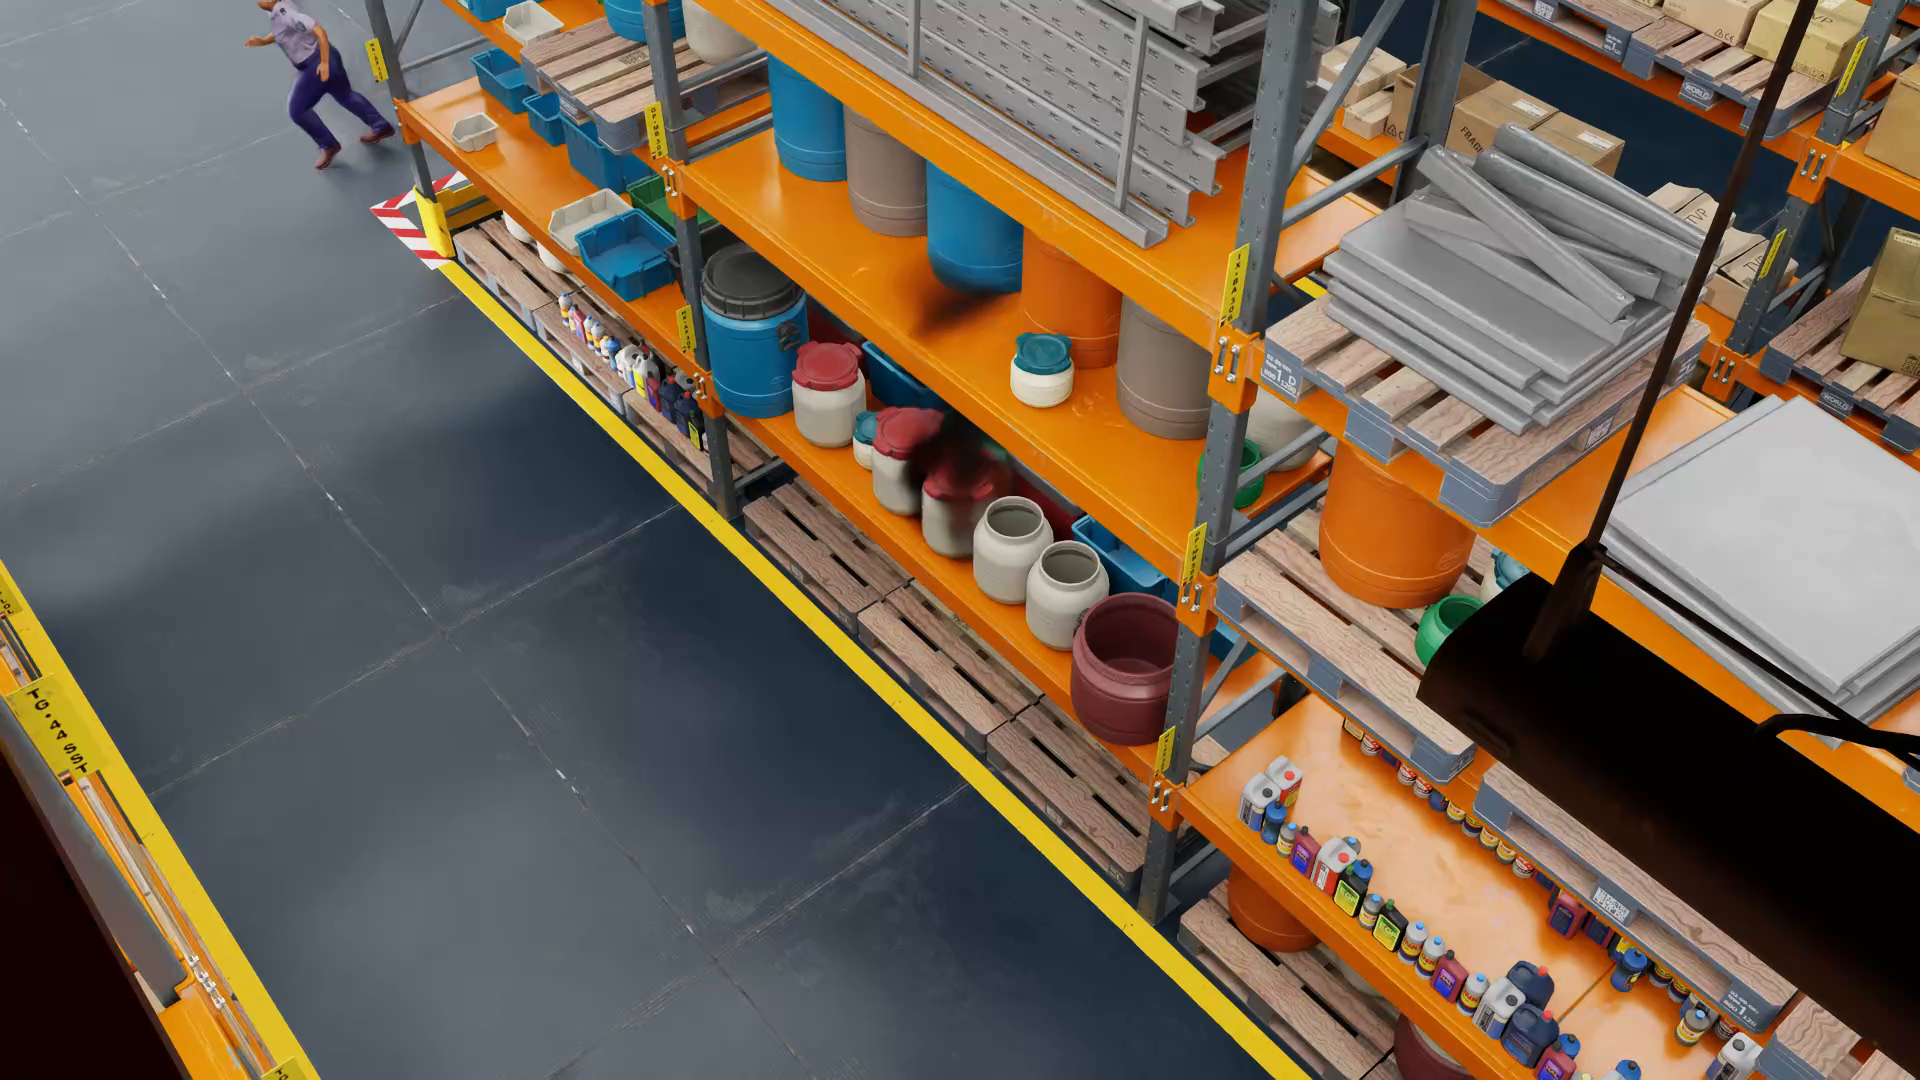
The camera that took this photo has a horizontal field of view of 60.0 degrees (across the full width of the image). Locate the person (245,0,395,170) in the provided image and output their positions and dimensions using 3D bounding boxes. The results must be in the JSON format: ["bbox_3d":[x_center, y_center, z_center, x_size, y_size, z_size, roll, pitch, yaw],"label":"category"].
[{"bbox_3d":[-5.249,-3.823,13.544,0.934,1.587,0.598,-11,48,-11],"label":"person"}]
